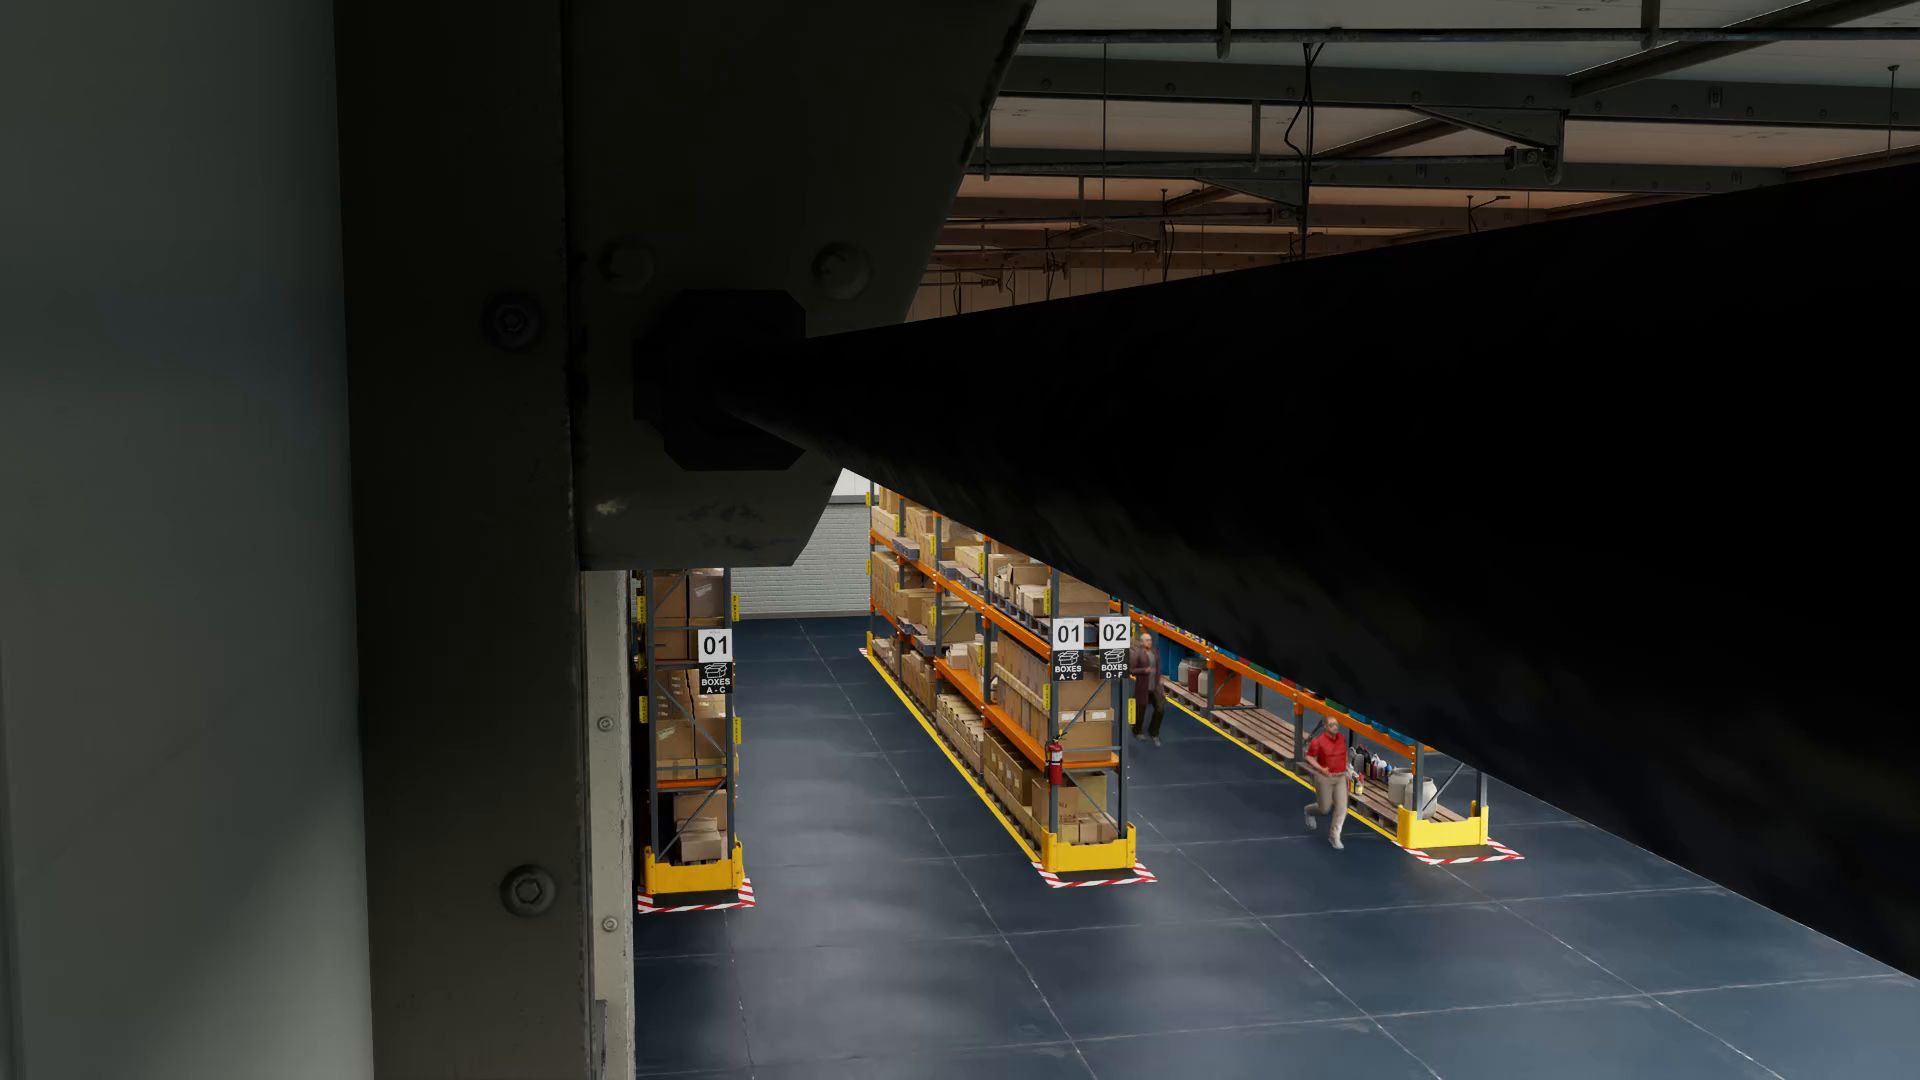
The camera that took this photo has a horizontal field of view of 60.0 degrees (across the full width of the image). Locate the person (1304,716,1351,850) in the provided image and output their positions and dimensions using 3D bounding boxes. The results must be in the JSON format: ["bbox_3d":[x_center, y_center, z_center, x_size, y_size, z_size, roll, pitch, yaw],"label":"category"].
[{"bbox_3d":[4.910,3.201,22.152,0.671,1.733,0.831,-2,6,-18],"label":"person"}]

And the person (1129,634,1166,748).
[{"bbox_3d":[3.032,2.423,26.819,0.685,1.824,0.773,-2,6,-22],"label":"person"}]
